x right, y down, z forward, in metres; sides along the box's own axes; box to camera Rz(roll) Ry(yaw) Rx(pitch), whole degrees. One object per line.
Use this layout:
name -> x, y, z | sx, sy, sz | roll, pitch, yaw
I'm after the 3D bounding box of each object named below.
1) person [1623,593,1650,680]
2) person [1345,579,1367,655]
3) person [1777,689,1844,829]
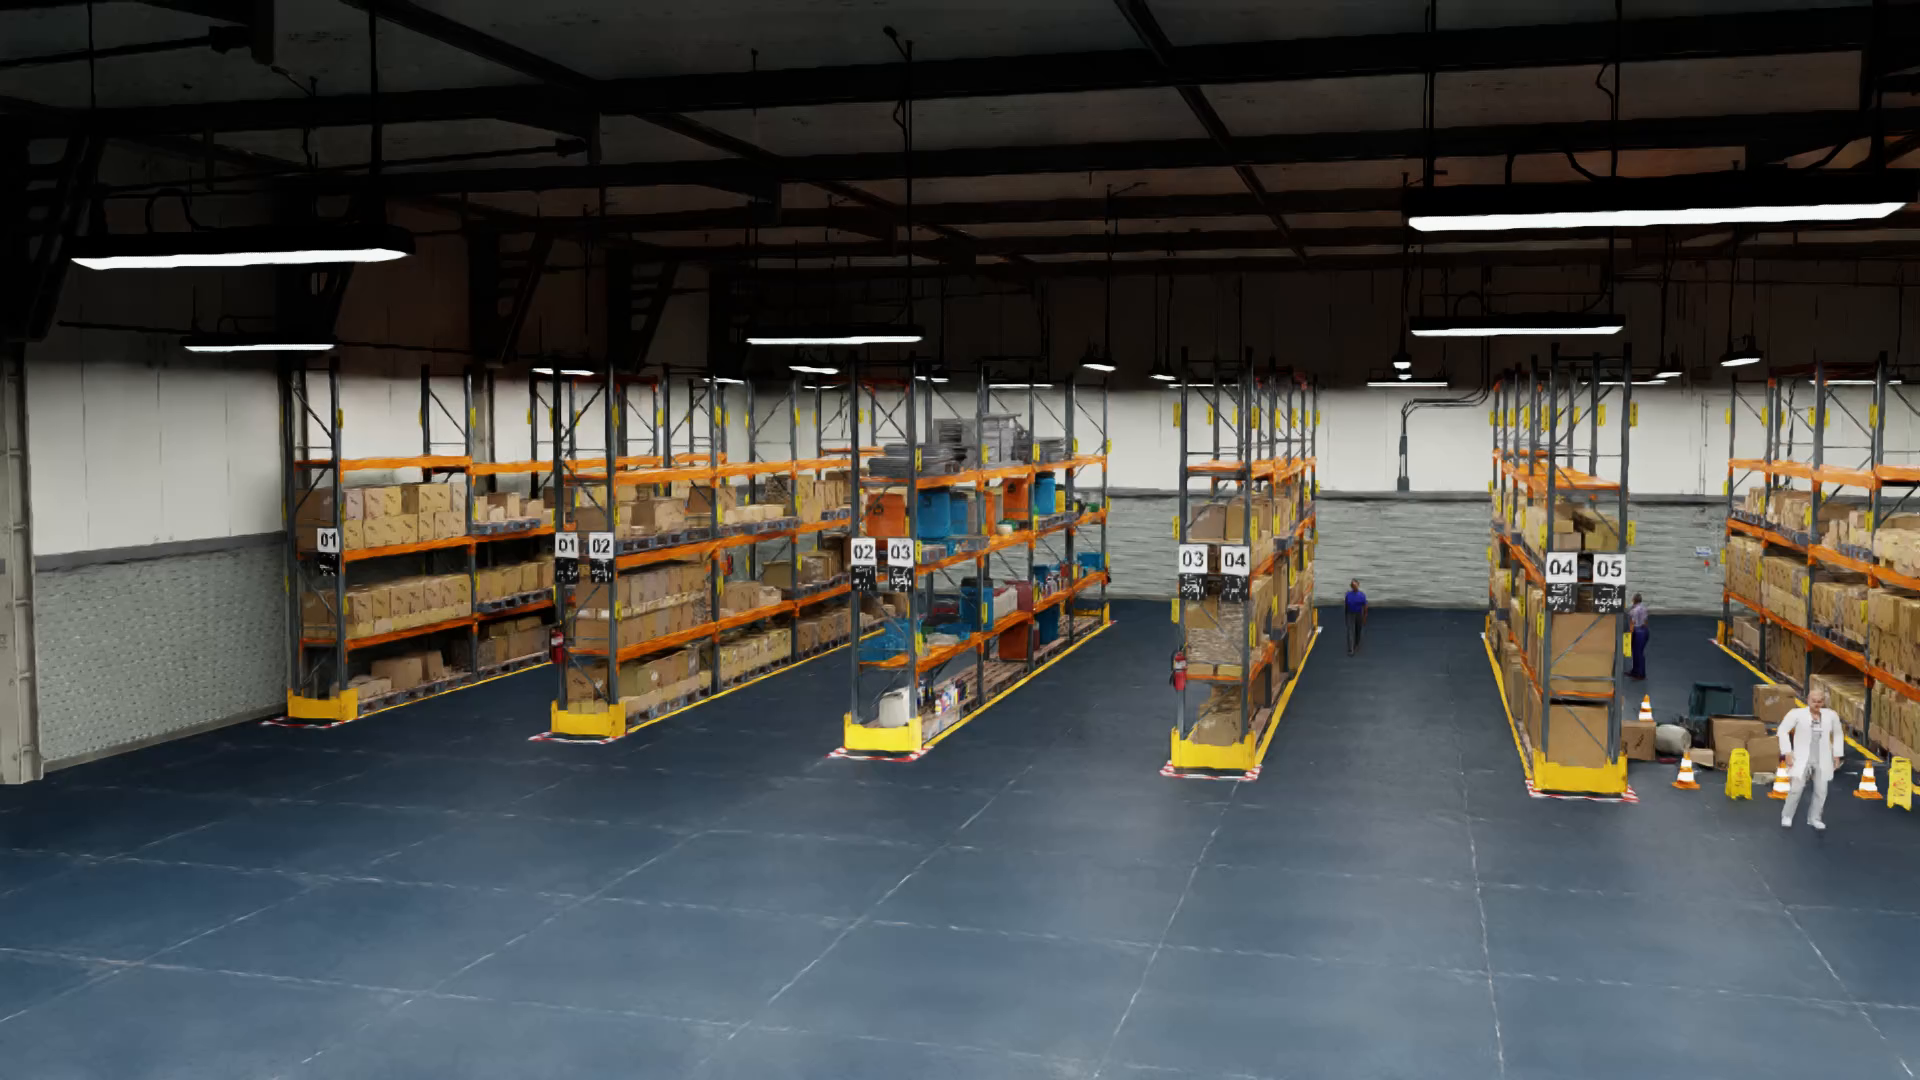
person -> 12.956, 1.830, 31.877 | 0.598, 1.644, 0.556 | -4, 6, -44
person -> 8.366, 1.618, 35.144 | 0.461, 1.596, 0.999 | 1, 4, 14
person -> 10.340, 2.656, 20.245 | 0.729, 1.733, 0.546 | 1, 4, 14
